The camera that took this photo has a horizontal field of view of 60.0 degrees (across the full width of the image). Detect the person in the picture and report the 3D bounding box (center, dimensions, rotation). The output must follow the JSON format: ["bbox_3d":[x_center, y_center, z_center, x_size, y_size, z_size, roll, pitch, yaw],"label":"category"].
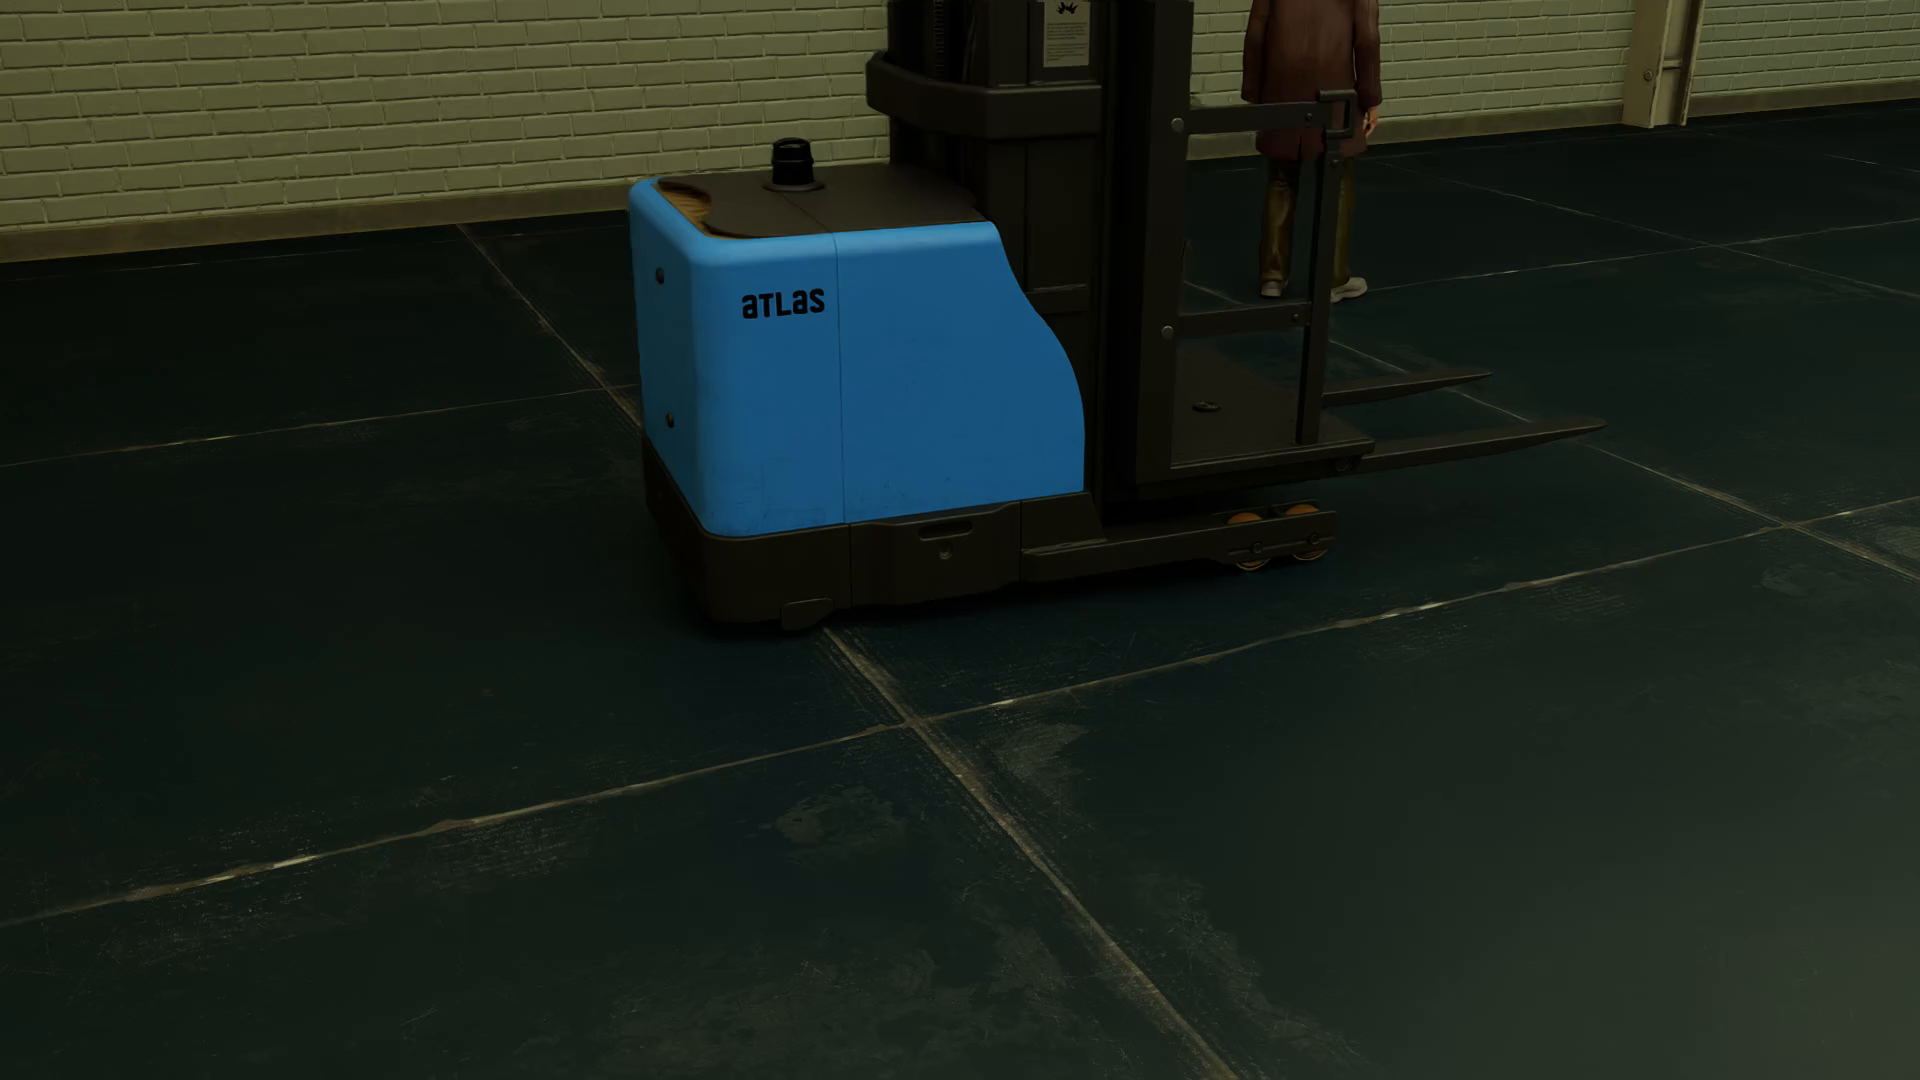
[{"bbox_3d":[1.600,-1.993,7.594,0.649,1.772,0.436,11,25,24],"label":"person"}]

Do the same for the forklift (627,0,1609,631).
[{"bbox_3d":[0.590,-1.445,4.766,3.031,2.935,1.130,-8,24,-19],"label":"forklift"}]
